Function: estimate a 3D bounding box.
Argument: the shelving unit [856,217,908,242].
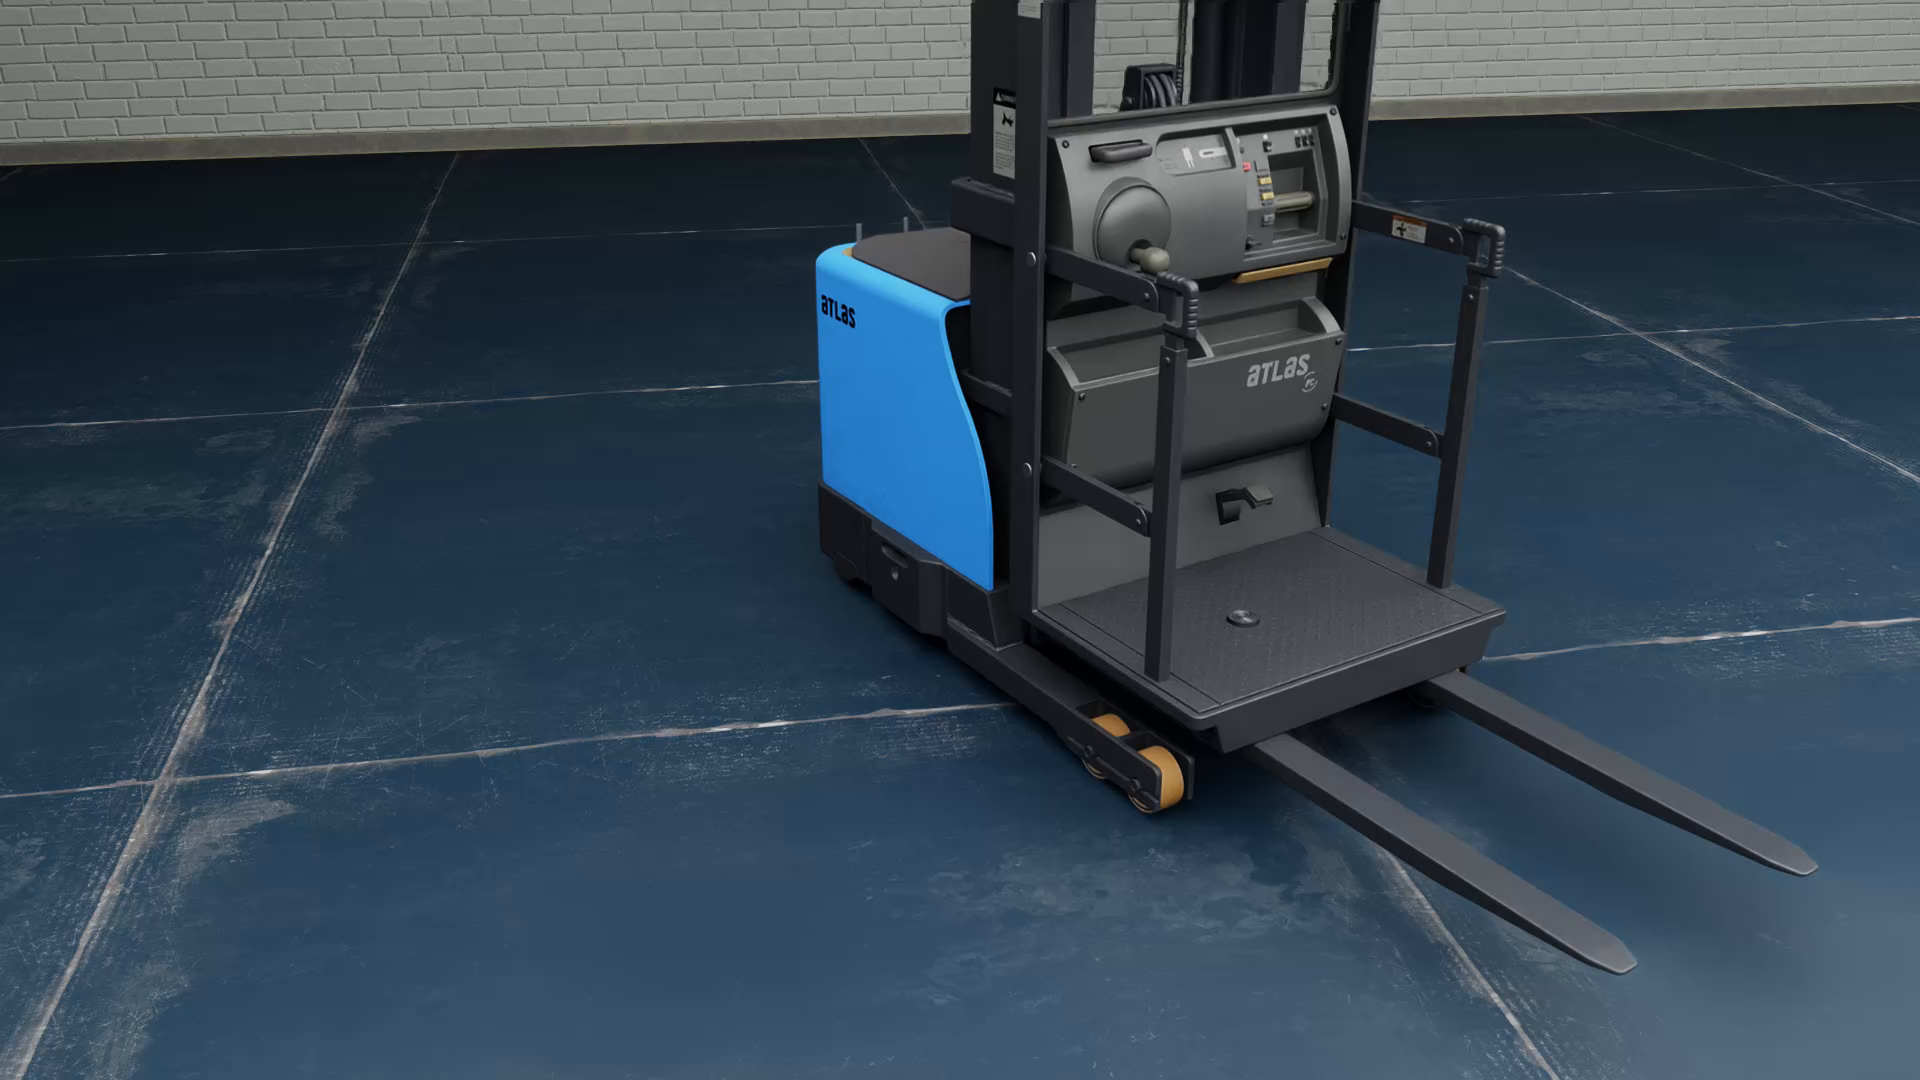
[{"bbox_3d":[-0.195,-0.550,5.698,0.215,1.050,0.252,-14,27,-30],"label":"shelving unit"}]

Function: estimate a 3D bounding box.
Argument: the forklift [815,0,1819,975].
[{"bbox_3d":[0.754,-0.872,4.086,1.130,2.935,3.031,-14,27,-30],"label":"forklift"}]

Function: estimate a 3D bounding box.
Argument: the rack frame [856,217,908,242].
[{"bbox_3d":[-0.261,-0.591,5.792,0.200,1.050,0.008,-14,27,-30],"label":"rack frame"}]
